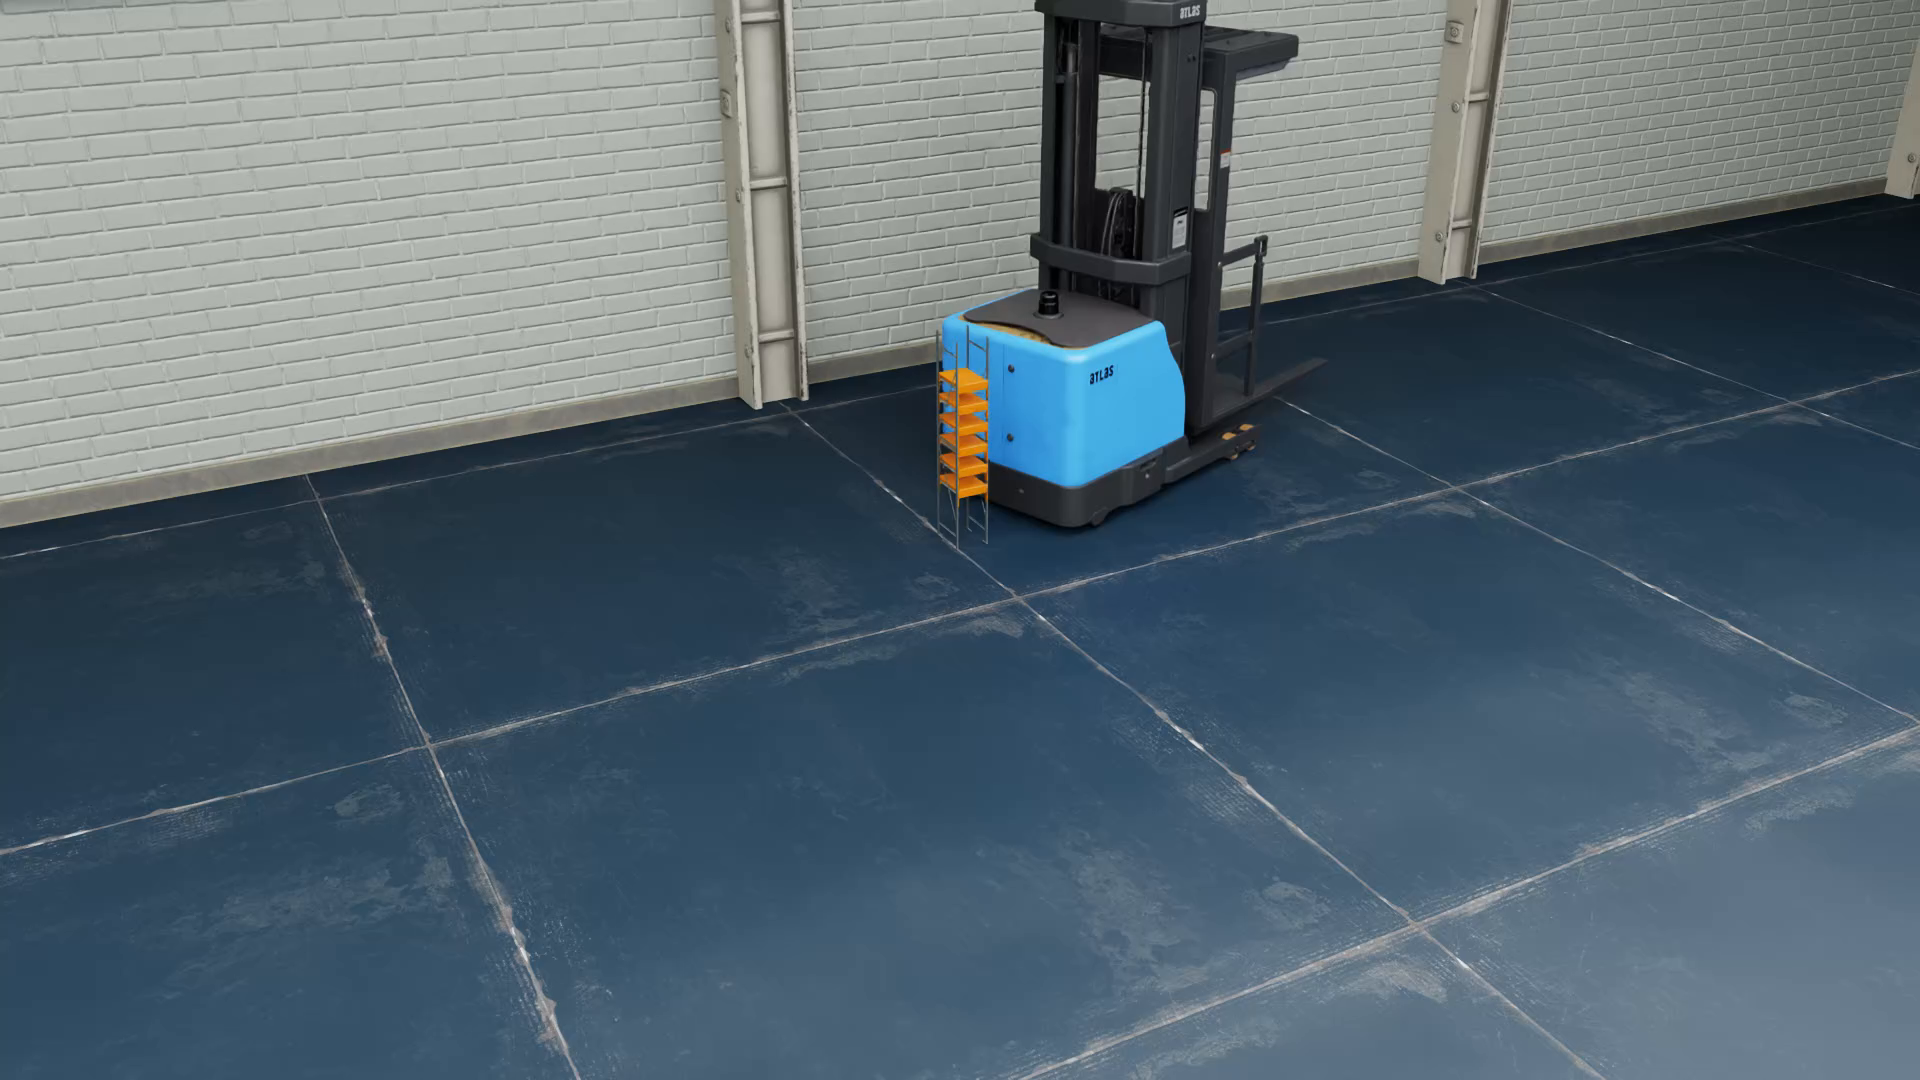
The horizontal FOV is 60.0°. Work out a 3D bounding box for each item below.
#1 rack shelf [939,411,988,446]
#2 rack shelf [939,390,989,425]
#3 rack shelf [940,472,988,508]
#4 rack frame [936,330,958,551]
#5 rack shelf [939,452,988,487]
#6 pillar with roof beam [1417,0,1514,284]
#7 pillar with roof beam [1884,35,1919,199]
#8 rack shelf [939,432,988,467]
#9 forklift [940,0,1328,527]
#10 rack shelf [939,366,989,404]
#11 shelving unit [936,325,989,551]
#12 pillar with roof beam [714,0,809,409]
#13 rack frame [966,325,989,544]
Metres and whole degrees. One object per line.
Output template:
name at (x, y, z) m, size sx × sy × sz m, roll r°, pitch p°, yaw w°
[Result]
rack shelf at (0.013, -0.612, 8.964) m, size 0.180 × 0.103 × 0.258 m, roll -13°, pitch 29°, yaw -25°
rack shelf at (0.013, -0.720, 8.912) m, size 0.180 × 0.103 × 0.258 m, roll -13°, pitch 29°, yaw -25°
rack shelf at (0.013, -0.287, 9.120) m, size 0.180 × 0.103 × 0.258 m, roll -13°, pitch 29°, yaw -25°
rack frame at (-0.068, -0.525, 8.958) m, size 0.006 × 1.200 × 0.240 m, roll -13°, pitch 29°, yaw -25°
rack shelf at (0.013, -0.396, 9.068) m, size 0.180 × 0.103 × 0.258 m, roll -13°, pitch 29°, yaw -25°
pillar with roof beam at (6.057, -4.602, 8.438) m, size 0.400 × 9.000 × 9.100 m, roll -13°, pitch 29°, yaw -25°
pillar with roof beam at (11.352, -5.824, 10.983) m, size 0.400 × 9.000 × 9.100 m, roll -13°, pitch 29°, yaw -25°
rack shelf at (0.013, -0.504, 9.016) m, size 0.180 × 0.103 × 0.258 m, roll -13°, pitch 29°, yaw -25°
forklift at (1.239, -1.948, 9.921) m, size 1.130 × 2.935 × 3.031 m, roll 21°, pitch 33°, yaw 37°
rack shelf at (0.013, -0.828, 8.860) m, size 0.180 × 0.103 × 0.258 m, roll -13°, pitch 29°, yaw -25°
shelving unit at (0.013, -0.544, 8.996) m, size 0.189 × 1.200 × 0.258 m, roll -13°, pitch 29°, yaw -25°
pillar with roof beam at (0.763, -3.380, 5.892) m, size 0.400 × 9.000 × 9.100 m, roll -13°, pitch 29°, yaw -25°
rack frame at (0.094, -0.562, 9.035) m, size 0.006 × 1.200 × 0.240 m, roll -13°, pitch 29°, yaw -25°
